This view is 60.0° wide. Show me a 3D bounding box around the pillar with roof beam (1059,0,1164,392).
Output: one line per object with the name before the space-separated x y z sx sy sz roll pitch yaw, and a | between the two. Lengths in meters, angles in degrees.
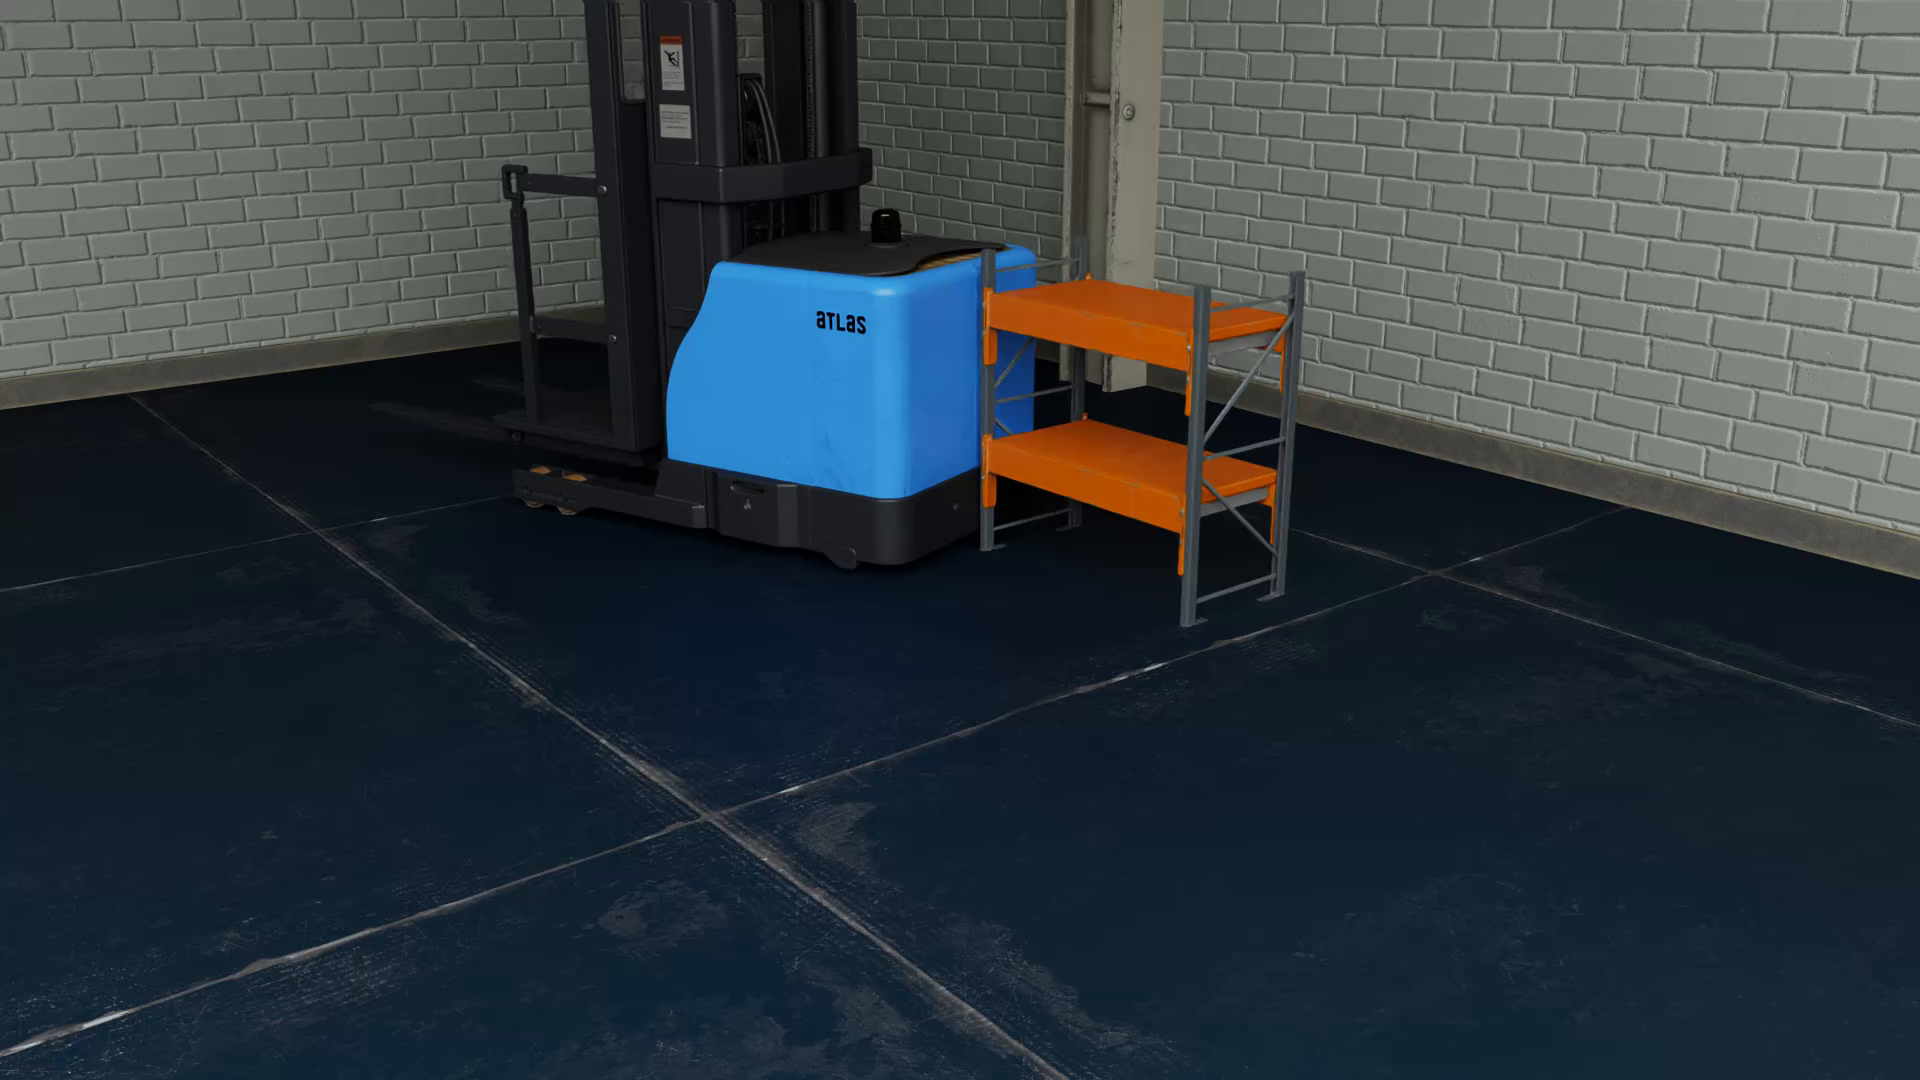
pillar with roof beam | -2.600 -4.281 4.977 9.100 9.000 0.400 -14 23 -36

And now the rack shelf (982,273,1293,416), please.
rack shelf | 0.602 -0.696 5.743 0.538 0.278 1.000 -15 23 -37

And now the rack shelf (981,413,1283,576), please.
rack shelf | 0.602 -0.186 5.912 0.538 0.278 1.000 -15 23 -37

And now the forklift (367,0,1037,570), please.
forklift | -1.212 -1.615 6.578 3.031 2.935 1.130 11 21 31

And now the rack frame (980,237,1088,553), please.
rack frame | 0.276 -0.541 6.206 0.500 1.125 0.032 -15 23 -37

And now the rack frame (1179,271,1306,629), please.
rack frame | 0.928 -0.295 5.465 0.500 1.125 0.032 -15 23 -37

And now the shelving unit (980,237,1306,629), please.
shelving unit | 0.602 -0.418 5.835 0.538 1.125 1.048 -15 23 -37
